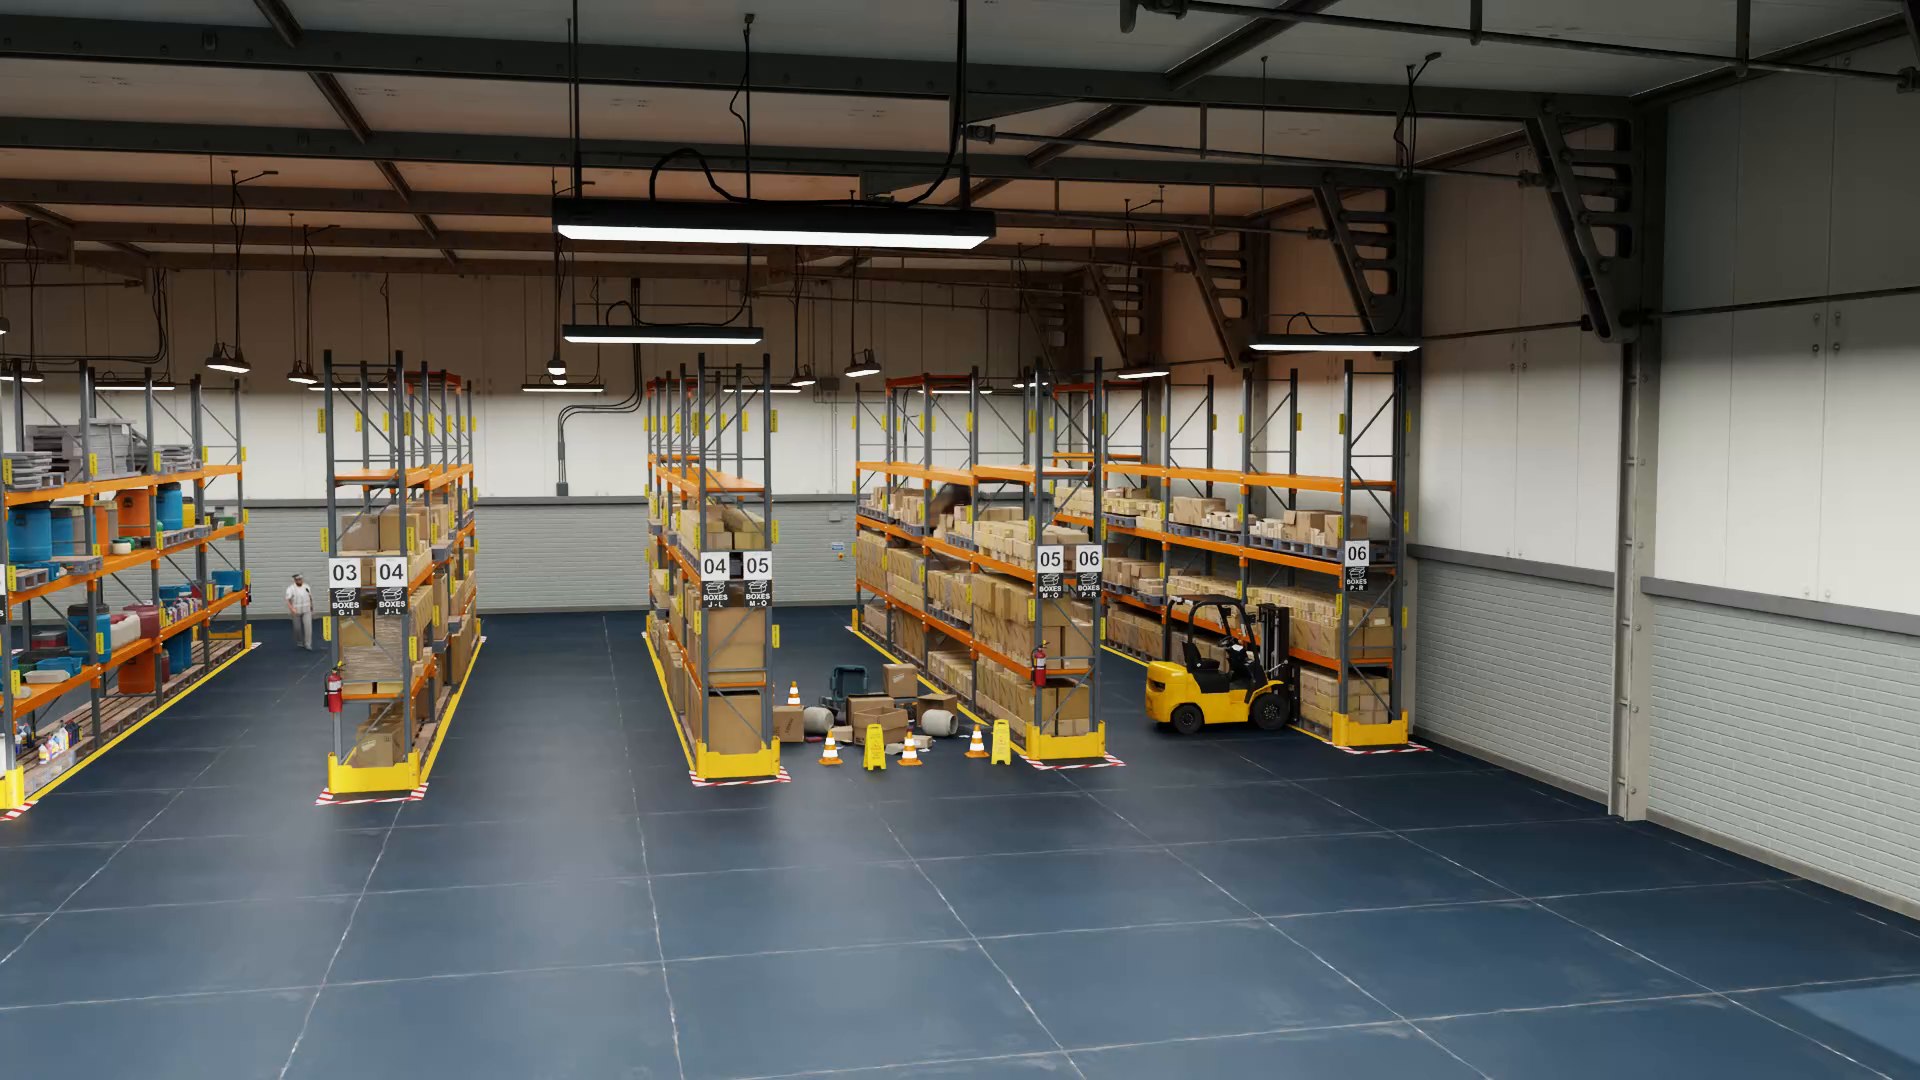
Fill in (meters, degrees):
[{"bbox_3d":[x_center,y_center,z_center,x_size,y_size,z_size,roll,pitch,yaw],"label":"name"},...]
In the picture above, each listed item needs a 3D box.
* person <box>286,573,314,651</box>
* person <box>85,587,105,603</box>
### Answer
[{"bbox_3d":[-14.645,1.579,36.895,0.579,1.734,0.965,-2,4,-22],"label":"person"},{"bbox_3d":[-18.783,1.600,36.217,0.546,1.834,0.603,-3,5,-33],"label":"person"}]
